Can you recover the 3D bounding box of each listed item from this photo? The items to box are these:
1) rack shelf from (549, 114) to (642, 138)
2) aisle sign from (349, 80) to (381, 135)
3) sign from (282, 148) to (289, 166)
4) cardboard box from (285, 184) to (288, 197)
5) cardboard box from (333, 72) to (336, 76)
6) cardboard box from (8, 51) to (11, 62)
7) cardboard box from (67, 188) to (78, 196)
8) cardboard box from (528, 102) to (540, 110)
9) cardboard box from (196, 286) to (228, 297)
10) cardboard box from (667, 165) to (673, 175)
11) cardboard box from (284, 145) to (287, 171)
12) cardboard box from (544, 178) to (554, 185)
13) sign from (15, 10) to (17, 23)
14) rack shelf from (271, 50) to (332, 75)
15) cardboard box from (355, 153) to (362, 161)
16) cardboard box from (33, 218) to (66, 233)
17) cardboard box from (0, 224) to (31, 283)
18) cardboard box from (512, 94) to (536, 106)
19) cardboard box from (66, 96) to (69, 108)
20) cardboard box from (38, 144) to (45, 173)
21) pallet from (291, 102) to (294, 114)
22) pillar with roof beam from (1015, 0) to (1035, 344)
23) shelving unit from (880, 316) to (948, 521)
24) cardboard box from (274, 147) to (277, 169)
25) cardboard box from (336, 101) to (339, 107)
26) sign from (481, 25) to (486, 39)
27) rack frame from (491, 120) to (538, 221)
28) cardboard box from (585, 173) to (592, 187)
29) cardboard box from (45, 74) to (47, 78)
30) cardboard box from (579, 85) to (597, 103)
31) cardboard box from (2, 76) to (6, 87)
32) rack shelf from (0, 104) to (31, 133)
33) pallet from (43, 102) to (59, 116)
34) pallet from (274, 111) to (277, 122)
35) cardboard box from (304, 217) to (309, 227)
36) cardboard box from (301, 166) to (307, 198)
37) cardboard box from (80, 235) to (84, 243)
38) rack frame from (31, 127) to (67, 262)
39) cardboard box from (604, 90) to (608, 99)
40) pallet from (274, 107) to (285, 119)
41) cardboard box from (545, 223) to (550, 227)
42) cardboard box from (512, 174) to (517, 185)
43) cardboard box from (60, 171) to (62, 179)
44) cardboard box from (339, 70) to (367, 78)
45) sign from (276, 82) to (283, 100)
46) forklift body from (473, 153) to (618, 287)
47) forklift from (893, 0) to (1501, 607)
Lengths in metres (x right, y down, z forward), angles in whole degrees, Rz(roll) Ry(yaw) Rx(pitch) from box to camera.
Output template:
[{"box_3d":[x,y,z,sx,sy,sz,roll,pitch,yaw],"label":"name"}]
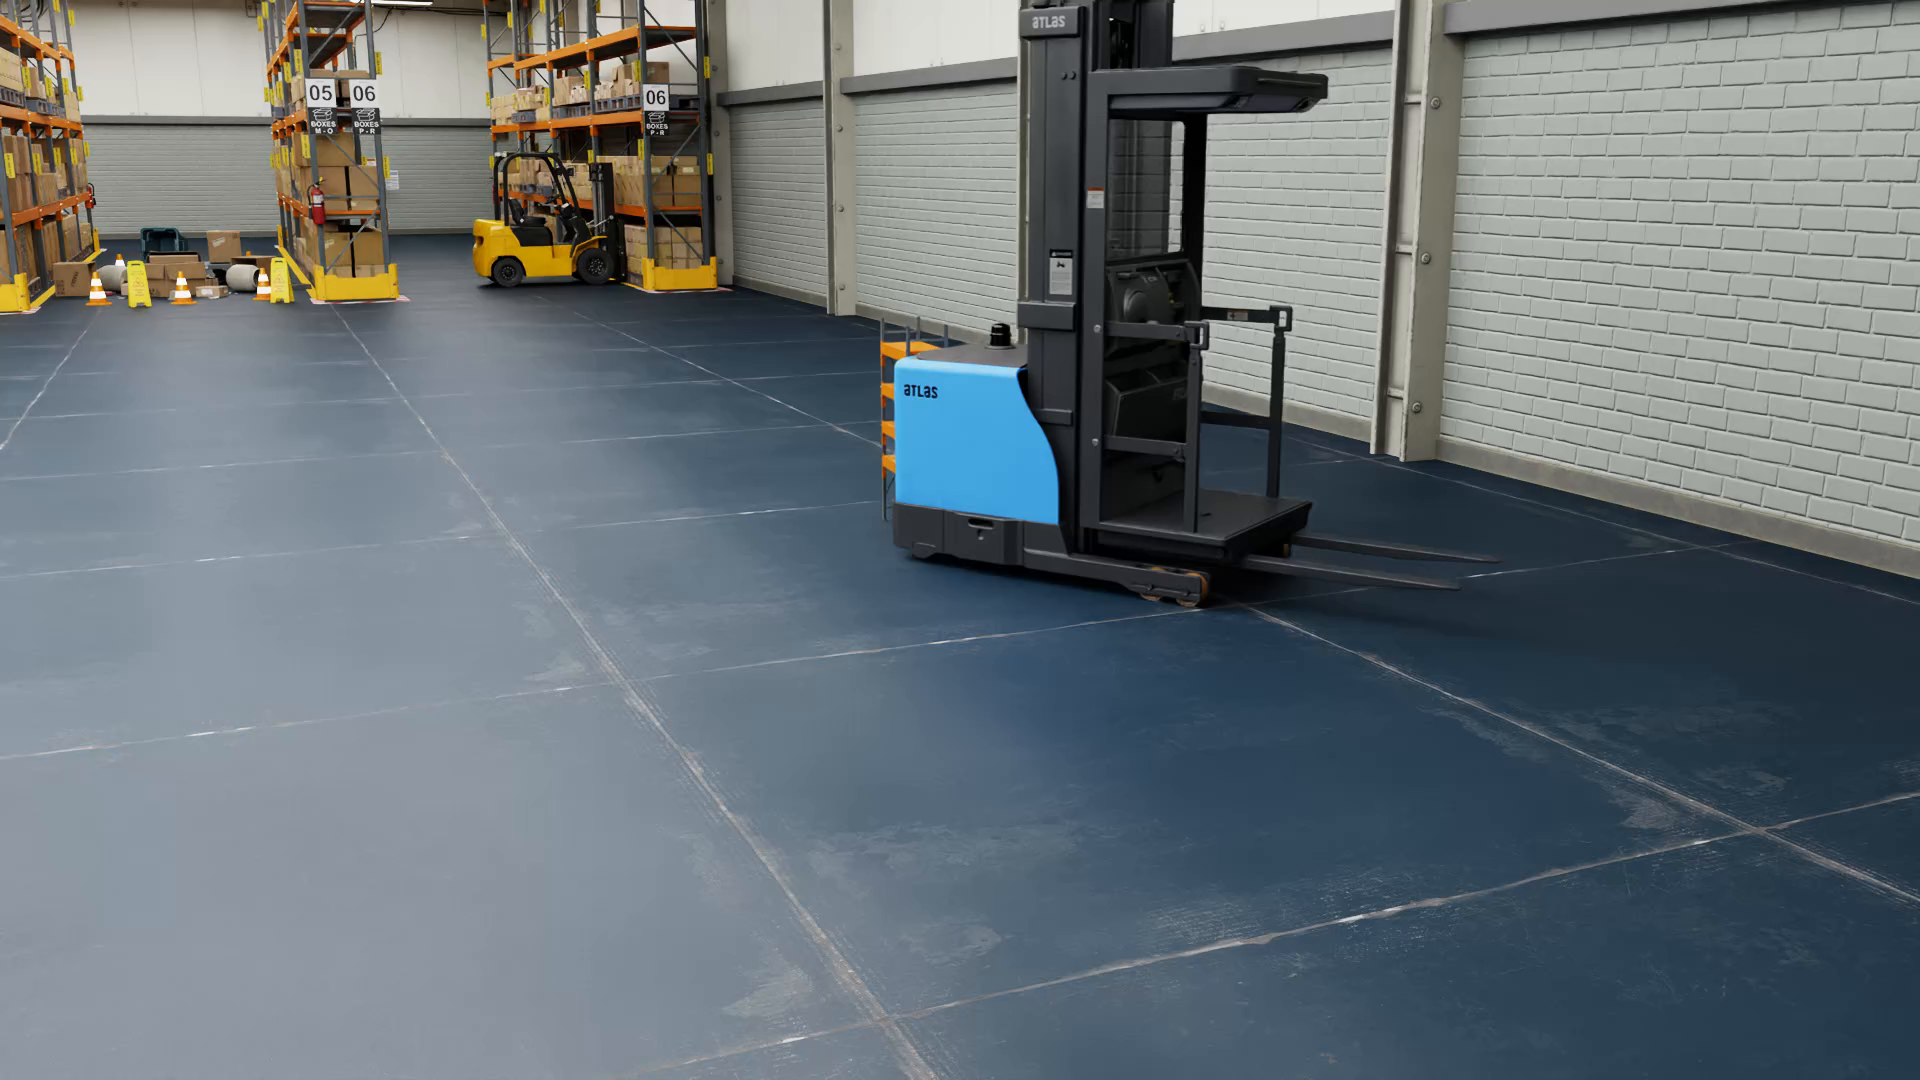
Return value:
[{"box_3d":[-6.959,-7.913,31.851,1.077,0.370,4.000,-6,14,-23],"label":"rack shelf"},{"box_3d":[-8.793,-6.395,24.584,0.394,0.787,0.004,-6,14,-23],"label":"aisle sign"},{"box_3d":[-12.814,-7.280,31.603,0.100,0.325,0.005,-6,14,-23],"label":"sign"},{"box_3d":[-13.384,-7.087,33.670,0.500,0.250,0.500,-6,14,-24],"label":"cardboard box"},{"box_3d":[-10.780,-8.035,29.076,0.500,0.250,0.500,-6,14,-24],"label":"cardboard box"},{"box_3d":[-14.256,-7.145,24.573,0.380,0.149,0.250,-6,14,-24],"label":"cardboard box"},{"box_3d":[-18.218,-7.091,33.911,0.380,0.149,0.250,-5,14,-21],"label":"cardboard box"},{"box_3d":[-8.968,-9.221,35.312,0.380,0.149,0.250,-5,14,-22],"label":"cardboard box"},{"box_3d":[-11.478,-3.813,25.514,0.380,0.149,0.250,1,13,6],"label":"cardboard box"},{"box_3d":[-4.611,-6.066,27.267,0.380,0.149,0.250,-6,14,-23],"label":"cardboard box"},{"box_3d":[-13.159,-7.594,33.089,0.500,0.500,0.500,-6,14,-23],"label":"cardboard box"},{"box_3d":[-8.375,-7.399,34.311,0.380,0.149,0.250,-5,14,-22],"label":"cardboard box"},{"box_3d":[-20.504,-11.319,36.070,0.100,0.325,0.005,-6,14,-23],"label":"sign"},{"box_3d":[-13.108,-9.557,33.188,1.077,0.370,4.000,-6,14,-23],"label":"rack shelf"},{"box_3d":[-10.630,-6.461,28.821,0.500,0.500,0.500,-5,14,-22],"label":"cardboard box"},{"box_3d":[-16.856,-5.815,30.791,0.500,0.250,0.500,-6,14,-26],"label":"cardboard box"},{"box_3d":[-14.647,-4.319,25.161,0.875,0.875,0.875,-6,14,-23],"label":"cardboard box"},{"box_3d":[-9.785,-9.901,37.410,0.500,0.250,0.500,-6,14,-23],"label":"cardboard box"},{"box_3d":[-18.572,-8.981,34.094,0.500,0.250,0.500,-6,14,-23],"label":"cardboard box"},{"box_3d":[-16.631,-6.741,29.402,0.700,0.500,0.500,-6,14,-23],"label":"cardboard box"},{"box_3d":[-10.854,-7.447,28.658,1.213,0.211,1.003,-6,14,-23],"label":"pallet"},{"box_3d":[-3.146,-5.843,14.657,9.100,9.000,0.400,-6,14,-23],"label":"pillar with roof beam"},{"box_3d":[-0.262,-0.654,9.533,0.258,1.200,0.503,-4,14,-19],"label":"shelving unit"},{"box_3d":[-15.367,-8.724,37.972,0.500,0.500,0.500,-6,14,-24],"label":"cardboard box"},{"box_3d":[-9.767,-6.913,26.493,0.380,0.149,0.250,-6,14,-23],"label":"cardboard box"},{"box_3d":[-11.462,-12.236,40.033,0.100,0.325,0.005,-6,14,-23],"label":"sign"},{"box_3d":[-10.965,-8.868,41.035,1.000,3.000,0.127,-6,14,-23],"label":"rack frame"},{"box_3d":[-6.589,-6.638,30.622,0.500,0.250,0.500,-6,14,-24],"label":"cardboard box"},{"box_3d":[-16.918,-8.396,30.424,0.396,0.266,0.258,-6,14,-23],"label":"cardboard box"},{"box_3d":[-6.671,-8.188,30.487,0.500,0.311,0.500,-6,14,-25],"label":"cardboard box"},{"box_3d":[-13.745,-6.494,23.530,0.380,0.149,0.250,-6,14,-23],"label":"cardboard box"},{"box_3d":[-14.398,-6.170,24.318,1.077,0.370,4.000,-6,14,-23],"label":"rack shelf"},{"box_3d":[-16.495,-7.540,29.060,1.213,0.211,1.003,-5,14,-20],"label":"pallet"},{"box_3d":[-14.712,-9.433,37.017,1.003,0.211,1.213,-6,14,-23],"label":"pallet"},{"box_3d":[-10.720,-5.309,27.720,0.380,0.149,0.250,-5,14,-22],"label":"cardboard box"},{"box_3d":[-10.372,-5.811,26.944,0.500,0.500,0.500,-6,14,-23],"label":"cardboard box"},{"box_3d":[-18.256,-6.189,34.191,0.380,0.149,0.250,-5,14,-20],"label":"cardboard box"},{"box_3d":[-16.802,-6.298,29.931,1.000,3.000,0.127,-6,14,-23],"label":"rack frame"},{"box_3d":[-5.949,-7.702,28.749,0.380,0.149,0.250,-5,14,-21],"label":"cardboard box"},{"box_3d":[-12.613,-8.264,32.190,1.213,0.211,1.003,-5,14,-20],"label":"pallet"},{"box_3d":[-8.530,-6.482,35.339,0.500,0.500,0.500,-5,14,-21],"label":"cardboard box"},{"box_3d":[-10.004,-8.299,38.248,0.500,0.250,0.500,-6,14,-23],"label":"cardboard box"},{"box_3d":[-17.644,-7.072,32.239,0.380,0.149,0.250,-6,15,-26],"label":"cardboard box"},{"box_3d":[-9.058,-6.933,24.809,0.380,0.149,0.250,-6,14,-23],"label":"cardboard box"},{"box_3d":[-12.819,-8.470,31.338,0.100,0.325,0.005,-6,14,-23],"label":"sign"},{"box_3d":[-6.987,-5.376,27.829,2.313,2.155,1.214,-6,14,-23],"label":"forklift body"},{"box_3d":[1.150,-1.242,8.237,3.031,2.935,1.130,8,15,32],"label":"forklift"}]
